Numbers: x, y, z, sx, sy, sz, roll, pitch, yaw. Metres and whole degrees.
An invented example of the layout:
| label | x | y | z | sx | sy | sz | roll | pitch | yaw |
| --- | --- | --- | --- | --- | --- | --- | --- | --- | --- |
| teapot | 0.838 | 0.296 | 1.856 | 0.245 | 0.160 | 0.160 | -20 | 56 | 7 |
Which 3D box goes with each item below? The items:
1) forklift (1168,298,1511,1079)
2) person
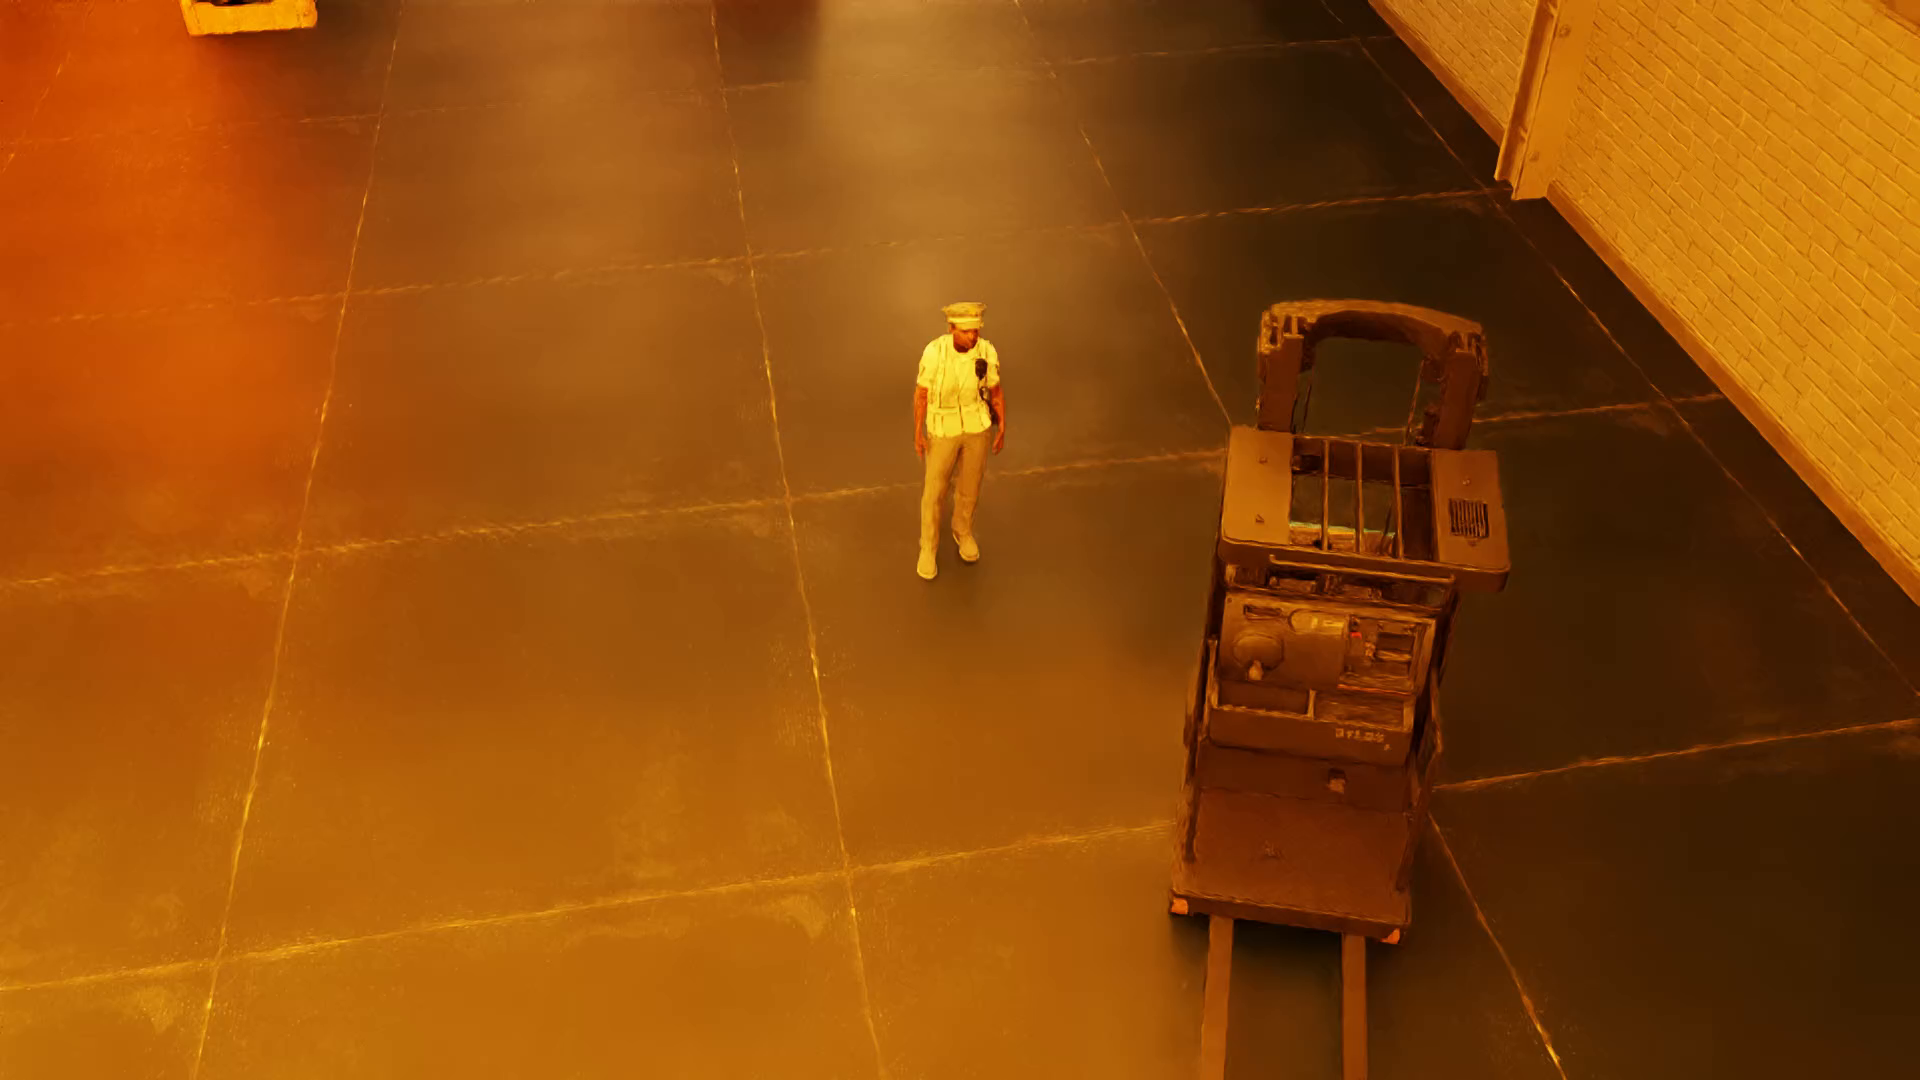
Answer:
| label | x | y | z | sx | sy | sz | roll | pitch | yaw |
| --- | --- | --- | --- | --- | --- | --- | --- | --- | --- |
| forklift | 1.611 | 0.552 | 7.307 | 1.130 | 2.935 | 3.031 | 6 | 41 | 8 |
| person | -0.006 | -0.601 | 9.607 | 0.570 | 1.695 | 0.527 | -7 | 41 | -8 |
